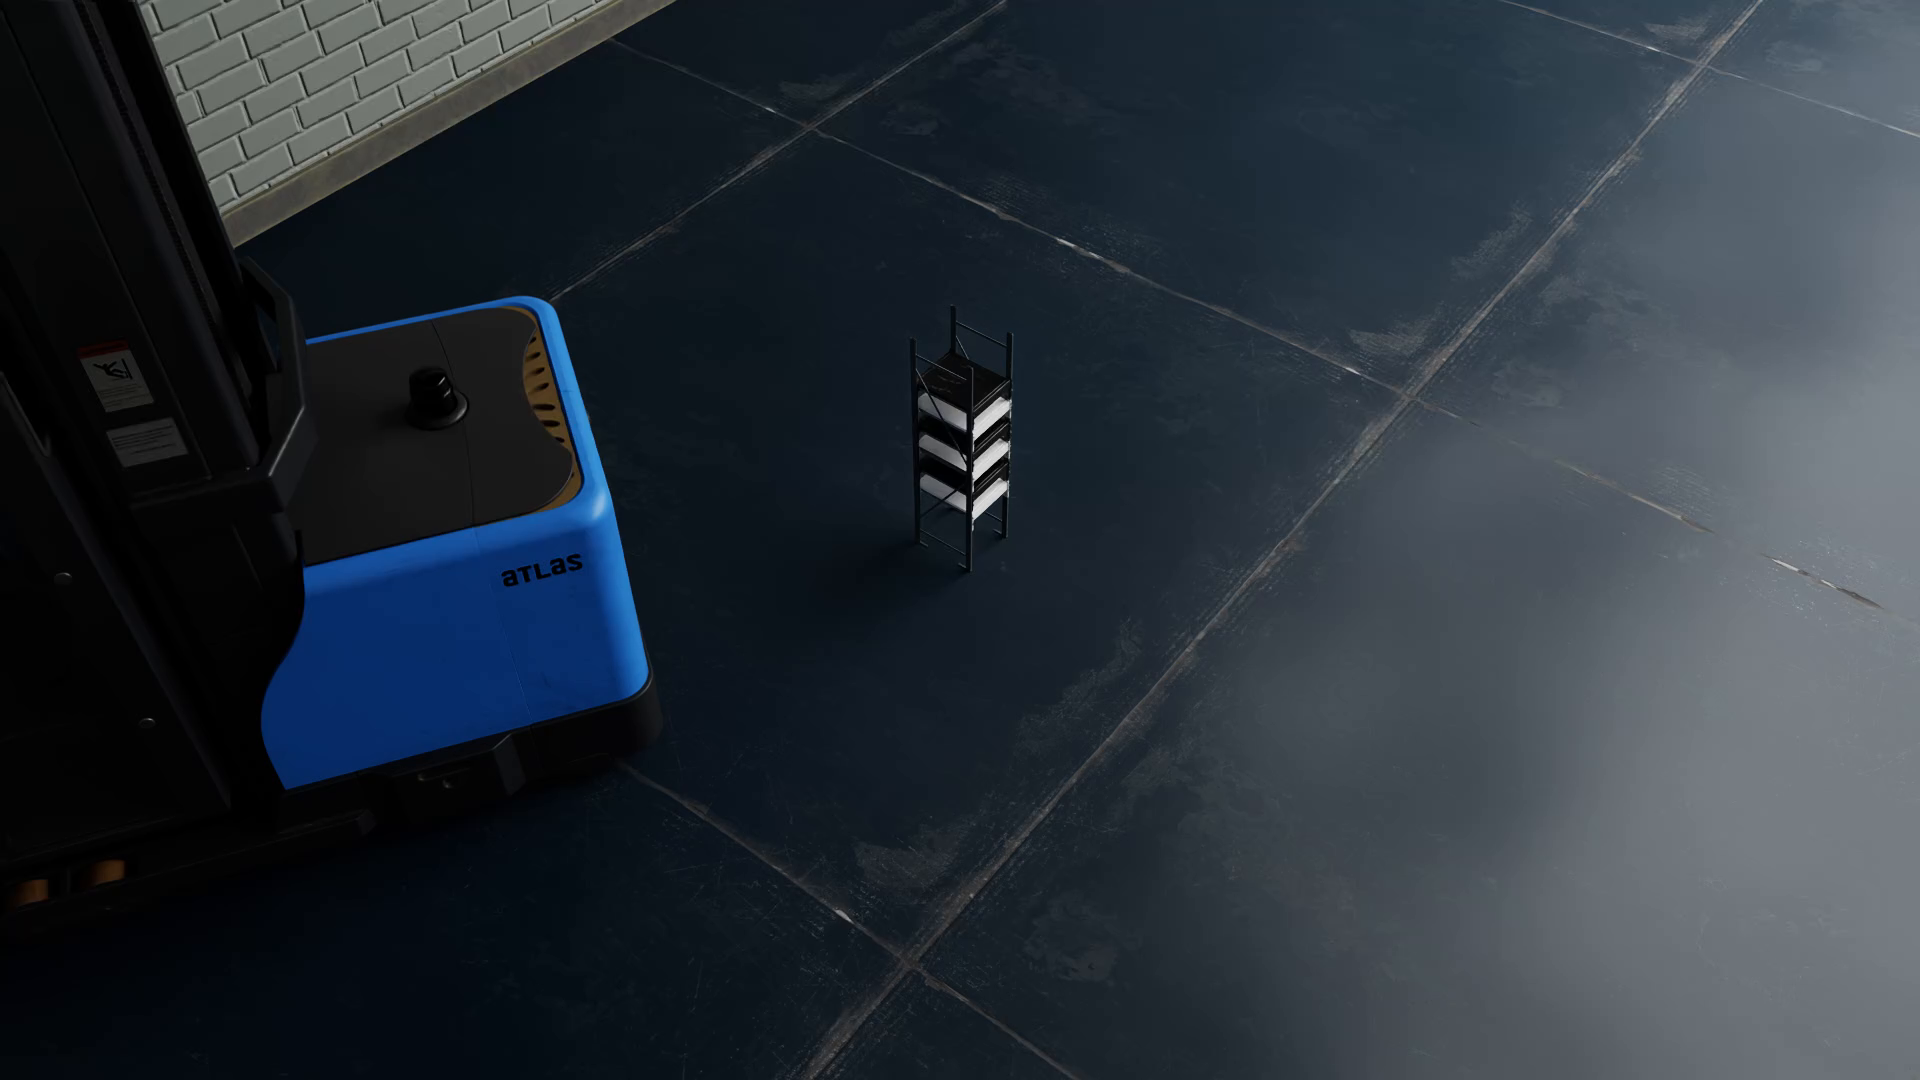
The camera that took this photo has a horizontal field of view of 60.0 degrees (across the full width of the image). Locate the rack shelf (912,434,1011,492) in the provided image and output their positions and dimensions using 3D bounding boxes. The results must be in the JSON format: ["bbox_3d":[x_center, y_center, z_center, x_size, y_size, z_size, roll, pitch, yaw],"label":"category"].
[{"bbox_3d":[0.005,-0.292,5.453,0.258,0.077,0.200,29,53,25],"label":"rack shelf"}]

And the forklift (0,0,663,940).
[{"bbox_3d":[-2.485,-0.336,4.044,3.031,2.935,1.130,-14,48,-13],"label":"forklift"}]

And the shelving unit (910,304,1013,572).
[{"bbox_3d":[0.005,-0.315,5.429,0.258,0.900,0.210,29,53,25],"label":"shelving unit"}]

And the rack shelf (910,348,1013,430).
[{"bbox_3d":[0.005,-0.479,5.258,0.258,0.077,0.200,29,53,25],"label":"rack shelf"}]

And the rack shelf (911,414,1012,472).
[{"bbox_3d":[0.005,-0.355,5.388,0.258,0.077,0.200,29,53,25],"label":"rack shelf"}]

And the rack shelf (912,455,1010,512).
[{"bbox_3d":[0.005,-0.230,5.518,0.258,0.077,0.200,29,53,25],"label":"rack shelf"}]

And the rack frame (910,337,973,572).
[{"bbox_3d":[-0.057,-0.257,5.373,0.240,0.900,0.006,29,53,25],"label":"rack frame"}]

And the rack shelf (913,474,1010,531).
[{"bbox_3d":[0.005,-0.168,5.583,0.258,0.077,0.200,29,53,25],"label":"rack shelf"}]

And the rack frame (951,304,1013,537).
[{"bbox_3d":[0.067,-0.374,5.485,0.240,0.900,0.006,29,53,25],"label":"rack frame"}]

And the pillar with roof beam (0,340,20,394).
[{"bbox_3d":[-0.037,-1.877,1.320,9.100,9.000,0.400,29,53,25],"label":"pillar with roof beam"}]

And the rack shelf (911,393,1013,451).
[{"bbox_3d":[0.005,-0.417,5.323,0.258,0.077,0.200,29,53,25],"label":"rack shelf"}]
